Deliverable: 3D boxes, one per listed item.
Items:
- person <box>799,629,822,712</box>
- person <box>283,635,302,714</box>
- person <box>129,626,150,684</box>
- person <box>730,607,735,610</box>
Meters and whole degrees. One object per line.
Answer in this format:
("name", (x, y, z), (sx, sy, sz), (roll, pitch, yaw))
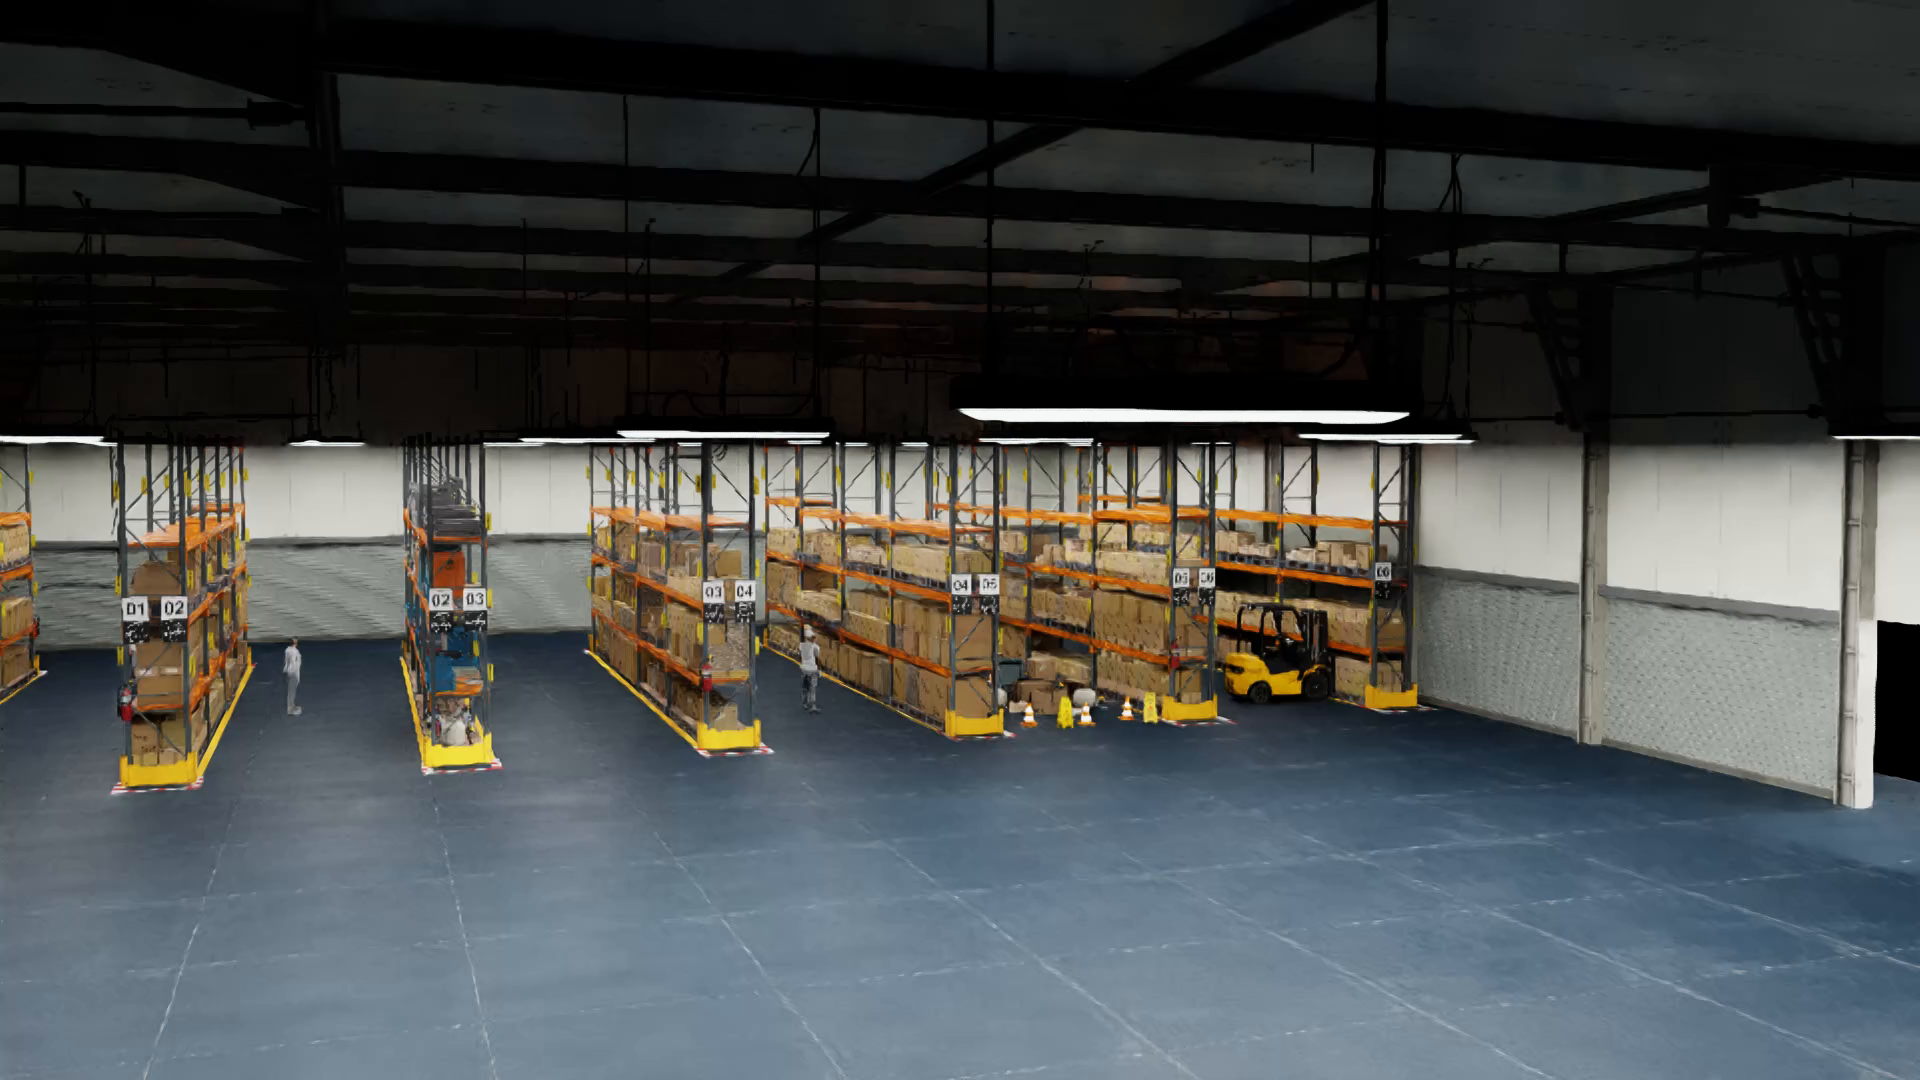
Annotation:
("person", (-3.223, 2.813, 36.095), (0.618, 1.783, 0.457), (3, 4, 39))
("person", (-14.344, 2.881, 35.825), (0.436, 1.680, 0.547), (-3, 4, -45))
("person", (-19.812, 2.638, 40.234), (0.676, 1.726, 0.572), (-1, 3, -22))
("person", (-6.719, 2.129, 49.378), (0.603, 1.728, 0.939), (0, 3, -4))
